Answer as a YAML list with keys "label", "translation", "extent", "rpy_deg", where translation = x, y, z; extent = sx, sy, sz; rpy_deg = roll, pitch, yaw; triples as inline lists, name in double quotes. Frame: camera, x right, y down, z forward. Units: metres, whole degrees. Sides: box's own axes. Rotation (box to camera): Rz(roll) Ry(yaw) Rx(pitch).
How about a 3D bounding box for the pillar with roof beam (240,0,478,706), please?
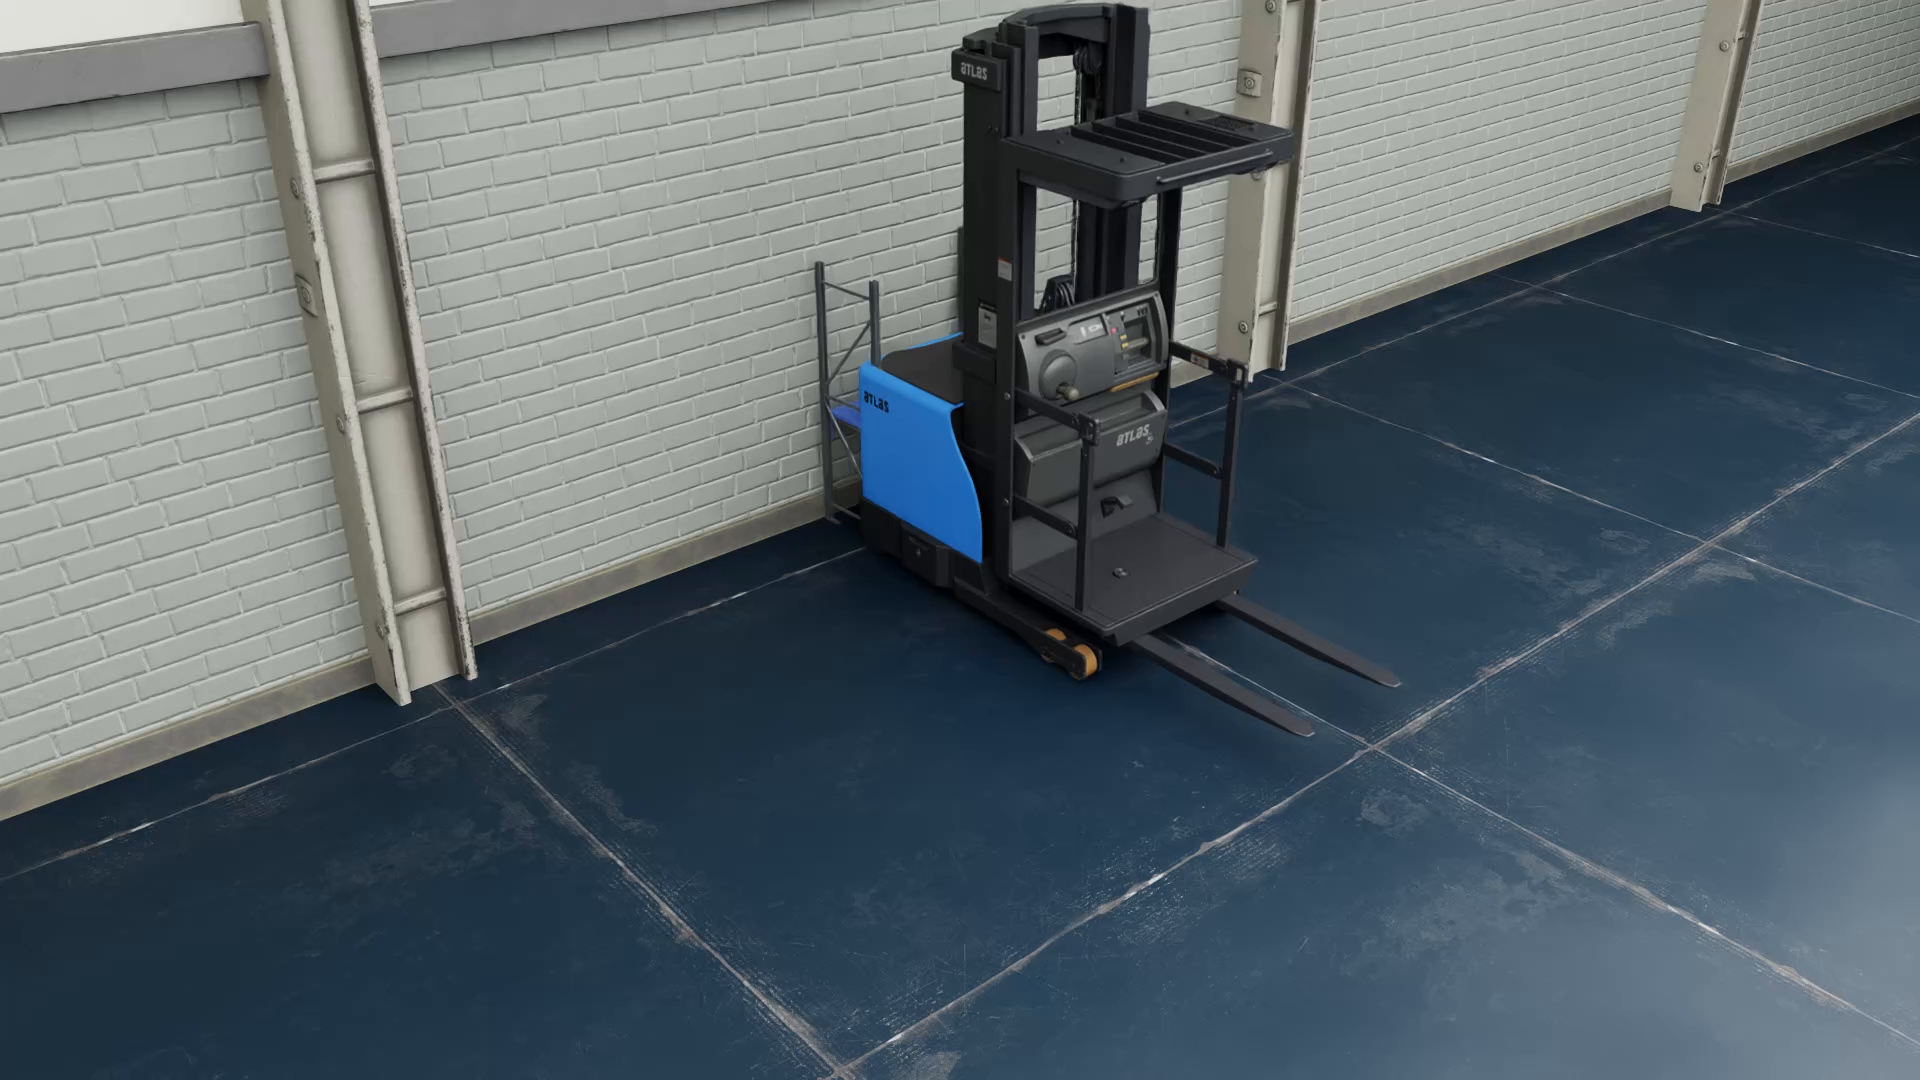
- label: "pillar with roof beam"
  translation: [0.223, -1.762, 2.999]
  extent: [0.400, 9.000, 9.100]
  rpy_deg: [-22, 35, -35]

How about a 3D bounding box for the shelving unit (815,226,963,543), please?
- label: "shelving unit"
  translation: [-0.210, -0.868, 9.261]
  extent: [1.048, 1.500, 0.538]
  rpy_deg: [-22, 33, -37]

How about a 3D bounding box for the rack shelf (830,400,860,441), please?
- label: "rack shelf"
  translation: [-0.210, -0.707, 9.339]
  extent: [1.000, 0.185, 0.538]
  rpy_deg: [-22, 33, -37]

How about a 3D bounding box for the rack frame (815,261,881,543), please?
- label: "rack frame"
  translation: [-0.589, -0.718, 8.956]
  extent: [0.032, 1.500, 0.500]
  rpy_deg: [-22, 33, -37]

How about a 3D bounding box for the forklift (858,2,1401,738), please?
- label: "forklift"
  translation: [0.782, -0.891, 7.808]
  extent: [1.130, 2.935, 3.031]
  rpy_deg: [-22, 35, -35]

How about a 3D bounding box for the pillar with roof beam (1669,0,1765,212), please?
- label: "pillar with roof beam"
  translation: [9.352, -5.433, 9.868]
  extent: [0.400, 9.000, 9.100]
  rpy_deg: [-22, 35, -35]

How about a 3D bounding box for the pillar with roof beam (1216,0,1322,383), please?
- label: "pillar with roof beam"
  translation: [4.787, -3.597, 6.433]
  extent: [0.400, 9.000, 9.100]
  rpy_deg: [-22, 35, -35]

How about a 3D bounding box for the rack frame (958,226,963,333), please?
- label: "rack frame"
  translation: [0.168, -1.018, 9.565]
  extent: [0.032, 1.500, 0.500]
  rpy_deg: [-22, 33, -37]
